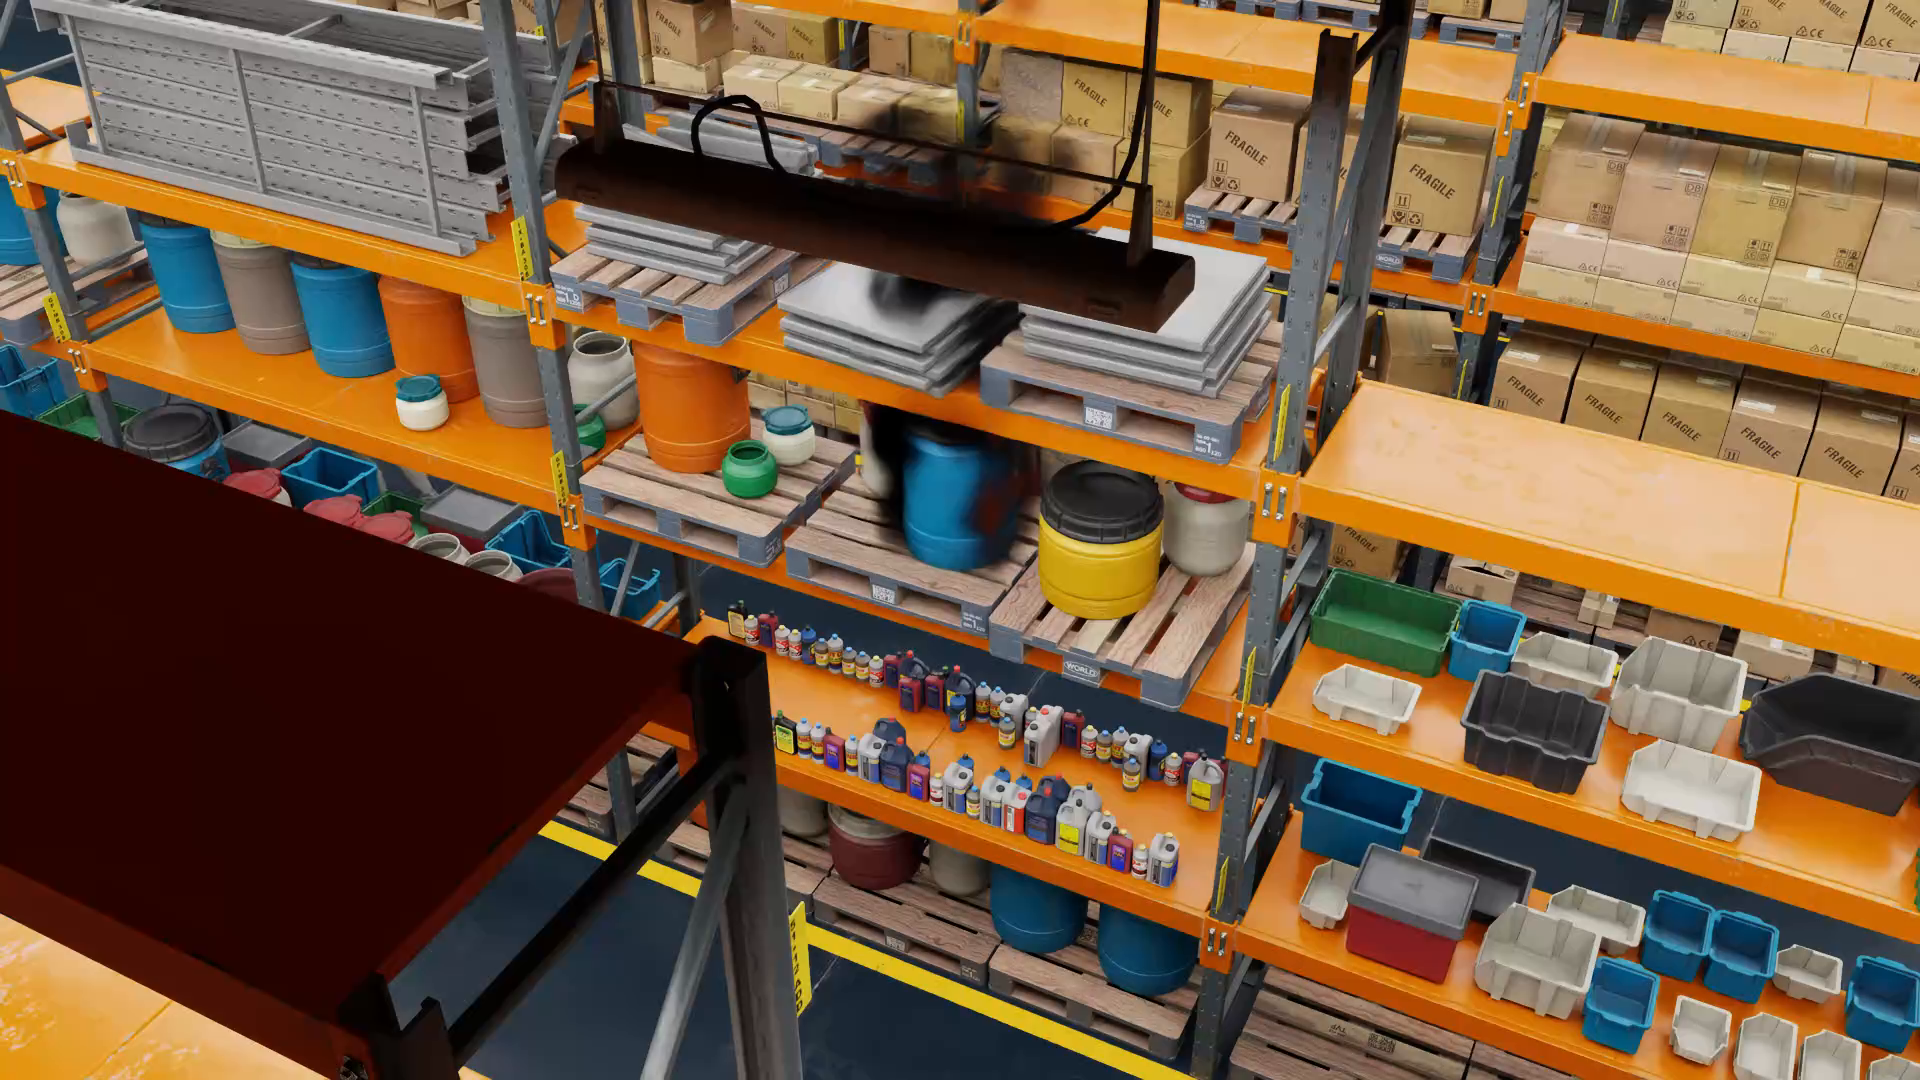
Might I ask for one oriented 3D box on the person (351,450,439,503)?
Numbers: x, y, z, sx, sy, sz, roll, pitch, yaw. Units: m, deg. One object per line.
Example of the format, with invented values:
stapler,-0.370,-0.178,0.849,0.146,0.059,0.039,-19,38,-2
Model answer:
person,-4.772,-0.955,13.697,0.730,1.823,0.674,9,36,12
